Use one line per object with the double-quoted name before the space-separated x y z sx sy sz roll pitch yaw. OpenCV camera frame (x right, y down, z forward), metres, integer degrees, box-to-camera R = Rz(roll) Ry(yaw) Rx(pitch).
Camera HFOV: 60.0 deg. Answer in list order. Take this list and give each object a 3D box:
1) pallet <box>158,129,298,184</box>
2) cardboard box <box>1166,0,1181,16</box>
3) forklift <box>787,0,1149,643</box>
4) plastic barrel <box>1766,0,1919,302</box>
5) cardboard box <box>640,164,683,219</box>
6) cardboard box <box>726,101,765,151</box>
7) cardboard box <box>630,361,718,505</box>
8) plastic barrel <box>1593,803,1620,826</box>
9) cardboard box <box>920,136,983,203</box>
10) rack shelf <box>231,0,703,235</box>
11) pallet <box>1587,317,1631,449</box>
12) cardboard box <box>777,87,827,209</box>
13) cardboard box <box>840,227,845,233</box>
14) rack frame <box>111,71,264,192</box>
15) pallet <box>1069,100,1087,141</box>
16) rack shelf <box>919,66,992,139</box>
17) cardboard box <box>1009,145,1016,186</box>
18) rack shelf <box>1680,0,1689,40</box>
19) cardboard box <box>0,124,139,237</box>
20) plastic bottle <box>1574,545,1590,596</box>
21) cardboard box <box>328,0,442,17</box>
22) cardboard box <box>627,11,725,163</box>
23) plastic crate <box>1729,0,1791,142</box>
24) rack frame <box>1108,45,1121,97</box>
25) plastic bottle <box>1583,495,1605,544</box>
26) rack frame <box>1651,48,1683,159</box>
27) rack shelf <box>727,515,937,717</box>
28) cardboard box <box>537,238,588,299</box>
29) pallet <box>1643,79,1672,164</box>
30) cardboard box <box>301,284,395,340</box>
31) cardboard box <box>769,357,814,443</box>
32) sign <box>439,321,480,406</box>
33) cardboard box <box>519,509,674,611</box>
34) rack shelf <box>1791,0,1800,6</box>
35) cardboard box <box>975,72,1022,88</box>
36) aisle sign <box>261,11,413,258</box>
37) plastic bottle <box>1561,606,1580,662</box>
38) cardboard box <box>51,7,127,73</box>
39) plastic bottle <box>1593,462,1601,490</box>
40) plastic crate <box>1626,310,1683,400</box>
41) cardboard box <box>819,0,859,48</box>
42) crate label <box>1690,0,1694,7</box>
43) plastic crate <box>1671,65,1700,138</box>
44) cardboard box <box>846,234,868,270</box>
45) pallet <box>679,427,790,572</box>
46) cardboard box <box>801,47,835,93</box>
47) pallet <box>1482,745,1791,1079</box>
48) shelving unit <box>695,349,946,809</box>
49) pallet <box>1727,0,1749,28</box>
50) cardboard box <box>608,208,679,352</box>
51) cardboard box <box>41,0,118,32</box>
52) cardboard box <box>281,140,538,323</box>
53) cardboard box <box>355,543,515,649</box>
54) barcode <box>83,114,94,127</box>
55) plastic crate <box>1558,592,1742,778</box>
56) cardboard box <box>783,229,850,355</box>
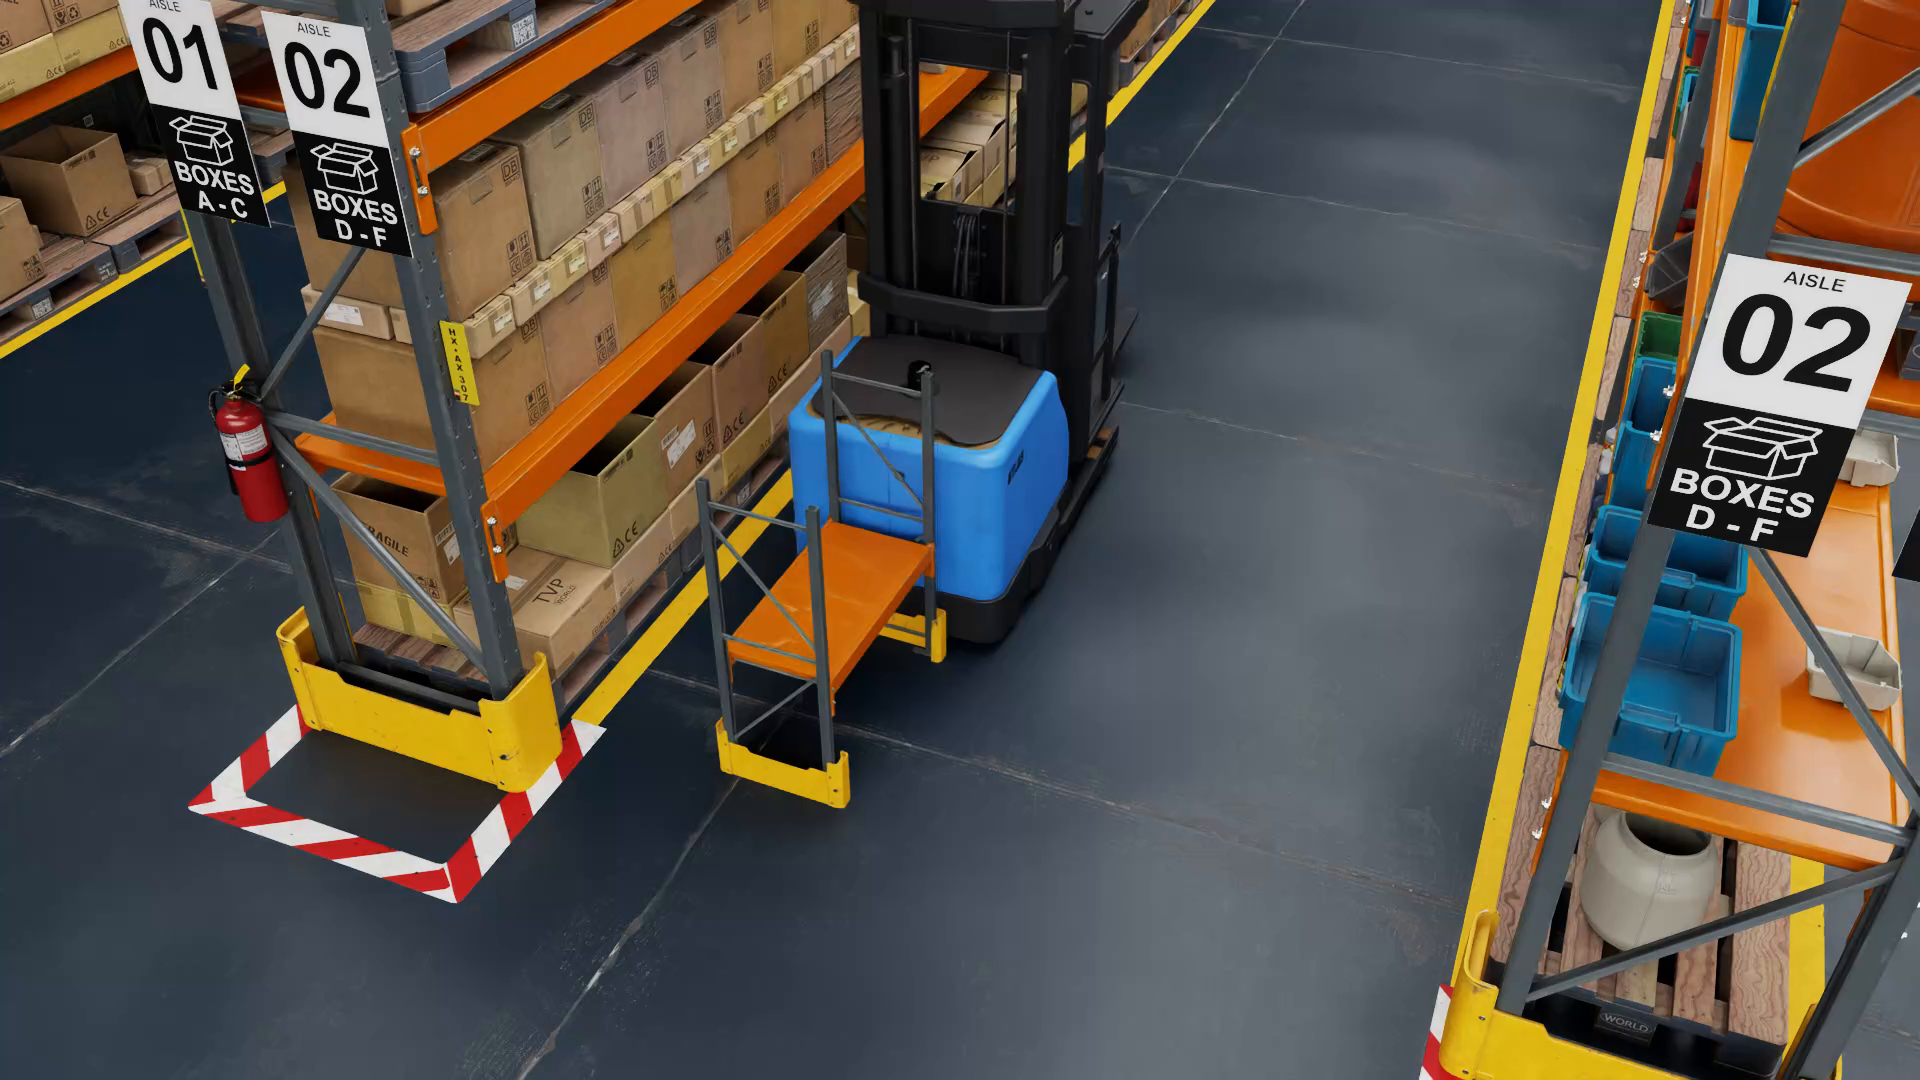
"pallet" -5.049 -3.031 12.231 1.003 0.211 1.213 14 39 18
"cardboard box" 1.587 -4.735 13.901 0.500 0.500 0.500 13 39 17
"forklift" 0.210 -1.585 8.024 1.130 2.935 3.031 12 39 16
"plastic barrel" 2.363 -1.085 4.083 0.600 0.830 0.708 14 39 18
"cardboard box" -1.447 -1.557 7.304 0.380 0.149 0.250 13 39 17
"cardboard box" -1.152 -1.988 7.881 0.380 0.149 0.250 15 39 19
"cardboard box" -1.507 -0.546 7.896 0.500 0.500 0.500 14 39 18
"plastic barrel" 2.666 0.924 6.338 0.421 0.512 0.421 0 37 0
"cardboard box" -0.179 -2.330 10.441 0.500 0.311 0.500 13 39 17
"rack shelf" -1.523 -2.396 7.148 1.077 0.370 4.000 14 39 18
"pallet" 4.080 -0.787 9.228 1.003 0.211 1.213 14 39 18
"cardboard box" -1.119 -2.090 8.558 0.700 0.500 0.500 13 39 17
"cardboard box" -0.872 -1.953 10.405 0.500 0.250 0.500 13 39 17
"rack frame" -5.344 -3.717 10.819 1.000 3.000 0.127 14 39 18
"pallet" 0.411 -3.241 12.512 1.003 0.211 1.213 14 39 18
"rack shelf" -0.001 -3.410 11.009 1.077 0.370 4.000 14 39 18
"cardboard box" 0.205 -2.676 11.372 0.500 0.250 0.500 15 39 19
"rack shelf" 6.101 -4.494 12.459 1.077 0.370 4.000 14 39 18
"cardboard box" -5.702 -2.308 10.654 0.500 0.500 0.500 11 38 14
"plastic bottle" 2.893 0.117 7.534 0.144 0.351 0.185 14 39 17
"cardboard box" -2.061 -2.160 5.677 0.797 0.503 0.637 17 40 21
"cardboard box" -1.498 -2.069 7.447 0.700 0.500 0.500 14 39 18
"plastic crate" 2.743 -1.565 5.447 0.392 0.384 0.575 14 39 18
"rack frame" 0.760 -4.805 12.275 1.000 3.000 0.127 14 39 18
"plastic bottle" 3.055 -0.118 7.849 0.144 0.351 0.185 12 38 16
"rack frame" 5.340 -3.675 10.762 1.000 3.000 0.127 14 39 18
"rack shelf" -0.543 0.296 7.003 0.538 0.185 1.000 14 39 18
"cardboard box" -1.741 -1.128 6.730 0.380 0.149 0.250 14 39 18
"pallet" 5.601 -3.004 12.194 1.003 0.211 1.213 14 39 18
"cardboard box" -2.315 -0.931 6.466 0.380 0.149 0.250 13 39 17
"cardboard box" -1.112 -0.796 8.857 0.500 0.250 0.500 14 39 18
"sign" -1.773 -0.624 5.892 0.100 0.325 0.005 14 39 18
"cardboard box" -1.687 0.034 7.747 0.500 0.250 0.500 14 39 18
"rack shelf" 3.057 -2.307 4.857 1.077 0.370 4.000 14 39 18
"cardboard box" 0.402 -3.182 11.581 0.500 0.311 0.500 14 39 17
"aisle sign" -2.025 -1.311 5.428 0.394 0.787 0.004 14 39 18
"plastic bottle" 2.710 0.419 7.192 0.152 0.276 0.135 14 39 18
"cardboard box" -5.441 -3.059 10.048 0.500 0.250 0.500 14 39 18
"plastic bottle" 3.214 -0.326 8.252 0.097 0.201 0.097 0 37 0
"plastic crate" 3.040 -0.688 6.943 0.450 0.188 0.662 14 39 18
"cardboard box" -0.925 -2.903 8.563 0.700 0.500 0.500 14 39 18
"crate label" 4.833 -3.460 10.615 0.303 0.233 0.416 14 39 18
"plastic crate" 4.219 -2.404 9.239 0.450 0.188 0.662 14 39 18
"cardboard box" -0.379 -1.824 10.232 0.500 0.250 0.500 13 39 17
"pallet" -1.566 -0.365 8.663 1.003 0.211 1.213 14 39 18
"cardboard box" -0.860 -2.409 8.444 0.380 0.149 0.250 13 39 16
"pallet" 2.595 1.370 6.342 1.003 0.211 1.213 14 39 18
"shelving unit" -0.539 0.147 6.902 0.587 1.500 1.083 14 39 18
"pallet" 3.633 -2.164 6.394 1.213 0.211 1.003 14 39 18
"cardboard box" -1.705 -1.237 7.417 0.700 0.500 0.500 14 39 18
"cardboard box" -5.423 -3.355 9.817 0.500 0.500 0.500 14 39 17
"cardboard box" -2.074 -1.220 6.312 0.700 0.500 0.500 14 39 18
"cardboard box" -2.353 0.193 7.533 0.500 0.250 0.500 14 39 18
"barcode" -5.772 -2.776 11.013 0.001 0.075 0.075 14 39 18
"plastic crate" 2.209 0.469 5.343 0.499 0.251 0.616 14 39 18
"cardboard box" -0.937 -1.377 9.008 0.500 0.500 0.500 14 39 18
